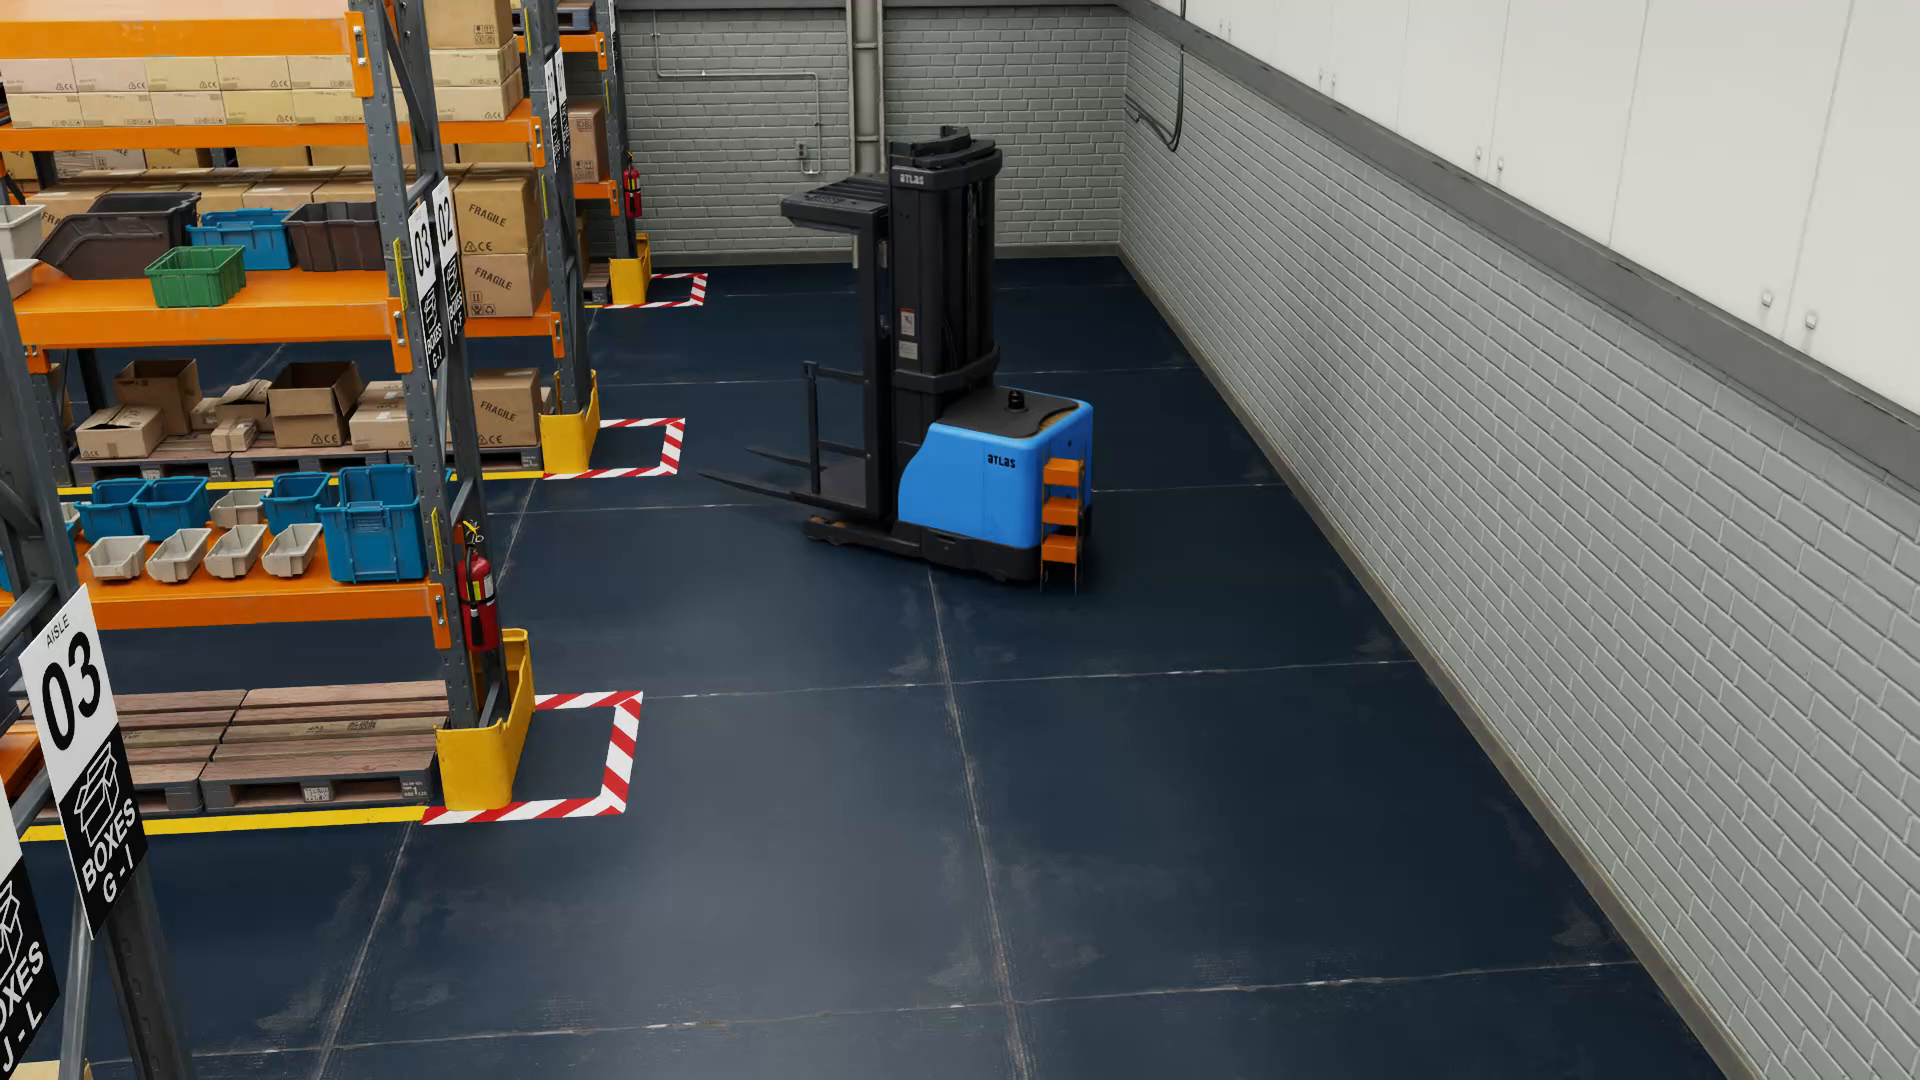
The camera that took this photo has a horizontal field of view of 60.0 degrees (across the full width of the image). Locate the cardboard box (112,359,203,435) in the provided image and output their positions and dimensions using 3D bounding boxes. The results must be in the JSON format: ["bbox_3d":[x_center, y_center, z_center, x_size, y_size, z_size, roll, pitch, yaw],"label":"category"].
[{"bbox_3d":[-6.614,-1.181,13.750,0.500,0.500,0.500,-2,24,-5],"label":"cardboard box"}]

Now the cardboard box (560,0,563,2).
[{"bbox_3d":[-4.414,-5.756,17.359,0.500,0.250,0.500,-1,24,-2],"label":"cardboard box"}]

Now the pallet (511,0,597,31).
[{"bbox_3d":[-4.401,-5.443,17.218,1.213,0.211,1.003,-2,24,-5],"label":"pallet"}]

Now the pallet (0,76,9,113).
[{"bbox_3d":[-7.809,-3.272,12.456,1.003,0.211,1.213,-2,24,-5],"label":"pallet"}]

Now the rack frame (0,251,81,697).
[{"bbox_3d":[-2.203,-0.882,3.154,0.127,3.000,1.000,-2,24,-5],"label":"rack frame"}]

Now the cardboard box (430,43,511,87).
[{"bbox_3d":[-3.659,-3.551,12.423,0.500,0.250,0.500,-2,24,-5],"label":"cardboard box"}]

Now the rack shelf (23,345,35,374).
[{"bbox_3d":[-9.144,-1.576,12.989,4.000,0.370,1.077,-2,24,-5],"label":"rack shelf"}]

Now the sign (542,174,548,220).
[{"bbox_3d":[-3.138,-2.593,12.576,0.005,0.325,0.100,-2,24,-5],"label":"sign"}]

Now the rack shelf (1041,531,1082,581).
[{"bbox_3d":[0.702,0.109,11.422,0.240,0.259,0.215,7,25,15],"label":"rack shelf"}]

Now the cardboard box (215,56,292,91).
[{"bbox_3d":[-5.151,-3.490,12.286,0.500,0.250,0.500,-2,24,-5],"label":"cardboard box"}]

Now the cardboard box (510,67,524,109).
[{"bbox_3d":[-3.709,-3.529,12.988,0.500,0.250,0.500,-2,24,-5],"label":"cardboard box"}]

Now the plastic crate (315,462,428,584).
[{"bbox_3d":[-3.005,-0.097,8.657,0.499,0.435,0.616,-2,24,-5],"label":"plastic crate"}]

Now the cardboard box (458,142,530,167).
[{"bbox_3d":[-4.893,-4.226,17.695,0.700,0.700,0.980,-2,24,-6],"label":"cardboard box"}]

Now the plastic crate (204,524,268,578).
[{"bbox_3d":[-3.773,0.062,8.667,0.243,0.136,0.396,-2,24,-5],"label":"plastic crate"}]

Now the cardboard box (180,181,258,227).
[{"bbox_3d":[-5.632,-2.433,12.678,0.500,0.500,0.500,-3,24,-7],"label":"cardboard box"}]

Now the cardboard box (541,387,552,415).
[{"bbox_3d":[-3.623,-1.165,14.146,0.250,0.149,0.380,-2,24,-5],"label":"cardboard box"}]

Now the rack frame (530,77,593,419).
[{"bbox_3d":[-3.173,-2.144,13.381,0.127,3.000,1.000,-2,24,-5],"label":"rack frame"}]

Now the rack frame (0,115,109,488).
[{"bbox_3d":[-7.153,-1.985,13.022,0.127,3.000,1.000,-2,24,-5],"label":"rack frame"}]

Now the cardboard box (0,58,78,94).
[{"bbox_3d":[-6.645,-3.434,12.160,0.500,0.250,0.500,-2,24,-5],"label":"cardboard box"}]

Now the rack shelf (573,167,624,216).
[{"bbox_3d":[-5.654,-3.738,17.852,4.000,0.370,1.077,-2,24,-5],"label":"rack shelf"}]

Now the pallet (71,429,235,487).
[{"bbox_3d":[-6.470,-0.737,13.649,1.213,0.211,1.003,-2,24,-5],"label":"pallet"}]

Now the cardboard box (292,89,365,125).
[{"bbox_3d":[-4.653,-3.279,12.425,0.500,0.250,0.500,-2,24,-5],"label":"cardboard box"}]

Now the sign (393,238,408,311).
[{"bbox_3d":[-2.619,-1.243,7.790,0.005,0.325,0.100,-2,24,-5],"label":"sign"}]

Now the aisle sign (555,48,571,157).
[{"bbox_3d":[-3.134,-3.454,13.127,0.004,0.787,0.394,-2,24,-5],"label":"aisle sign"}]

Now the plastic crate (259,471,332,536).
[{"bbox_3d":[-3.623,-0.190,9.117,0.300,0.233,0.416,-2,24,-5],"label":"plastic crate"}]

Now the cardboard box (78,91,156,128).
[{"bbox_3d":[-6.147,-3.225,12.303,0.500,0.250,0.500,-2,24,-5],"label":"cardboard box"}]

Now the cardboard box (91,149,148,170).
[{"bbox_3d":[-8.585,-4.033,17.116,0.500,0.500,0.500,-2,24,-5],"label":"cardboard box"}]

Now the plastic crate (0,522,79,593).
[{"bbox_3d":[-4.708,0.093,8.481,0.300,0.233,0.416,-2,24,-5],"label":"plastic crate"}]

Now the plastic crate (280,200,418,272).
[{"bbox_3d":[-3.100,-1.550,8.513,0.590,0.269,0.497,-2,24,-5],"label":"plastic crate"}]

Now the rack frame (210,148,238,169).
[{"bbox_3d":[-7.644,-3.987,17.527,0.127,3.000,1.000,-2,24,-5],"label":"rack frame"}]

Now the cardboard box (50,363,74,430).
[{"bbox_3d":[-7.659,-1.123,13.619,0.500,0.500,0.500,-3,24,-8],"label":"cardboard box"}]

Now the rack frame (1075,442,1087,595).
[{"bbox_3d":[0.819,-0.141,11.274,0.008,1.050,0.200,7,25,15],"label":"rack frame"}]

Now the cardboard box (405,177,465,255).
[{"bbox_3d":[-4.091,-2.498,12.822,0.500,0.500,0.500,-2,24,-4],"label":"cardboard box"}]

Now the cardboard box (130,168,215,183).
[{"bbox_3d":[-6.166,-2.634,13.128,0.500,0.500,0.500,-3,24,-6],"label":"cardboard box"}]

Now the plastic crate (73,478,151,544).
[{"bbox_3d":[-4.577,-0.152,9.030,0.300,0.233,0.416,-2,24,-5],"label":"plastic crate"}]

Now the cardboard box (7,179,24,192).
[{"bbox_3d":[-9.749,-3.707,17.181,0.250,0.149,0.380,-2,24,-5],"label":"cardboard box"}]

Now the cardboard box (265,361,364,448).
[{"bbox_3d":[-5.284,-1.122,13.613,0.637,0.503,0.797,-2,24,-5],"label":"cardboard box"}]

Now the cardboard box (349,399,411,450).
[{"bbox_3d":[-4.638,-0.942,13.520,0.500,0.250,0.500,-2,24,-5],"label":"cardboard box"}]

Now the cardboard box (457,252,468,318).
[{"bbox_3d":[-4.108,-2.040,13.024,0.500,0.500,0.500,-2,24,-5],"label":"cardboard box"}]

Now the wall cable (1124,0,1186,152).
[{"bbox_3d":[2.000,-5.550,17.481,0.112,2.526,3.097,-2,24,-5],"label":"wall cable"}]

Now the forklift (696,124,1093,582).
[{"bbox_3d":[-0.573,-1.471,11.951,3.031,2.935,1.130,13,27,27],"label":"forklift"}]

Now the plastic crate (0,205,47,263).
[{"bbox_3d":[-4.926,-1.495,8.373,0.530,0.282,0.437,-2,24,-5],"label":"plastic crate"}]

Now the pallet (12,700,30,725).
[{"bbox_3d":[-5.942,1.247,9.185,1.213,0.211,1.003,-2,24,-5],"label":"pallet"}]

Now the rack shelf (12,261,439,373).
[{"bbox_3d":[-4.680,-1.104,8.234,4.000,0.370,1.077,-2,24,-5],"label":"rack shelf"}]

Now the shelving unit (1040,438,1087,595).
[{"bbox_3d":[0.702,-0.154,11.305,0.252,1.050,0.215,7,25,15],"label":"shelving unit"}]

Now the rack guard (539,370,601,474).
[{"bbox_3d":[-3.248,-0.999,13.882,0.348,0.500,1.175,-2,24,-5],"label":"rack guard"}]

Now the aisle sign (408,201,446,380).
[{"bbox_3d":[-2.589,-1.214,8.089,0.004,0.787,0.394,-2,24,-5],"label":"aisle sign"}]

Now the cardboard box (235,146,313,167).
[{"bbox_3d":[-7.103,-4.139,17.500,0.700,0.700,0.980,-2,24,-4],"label":"cardboard box"}]

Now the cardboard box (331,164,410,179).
[{"bbox_3d":[-4.658,-2.694,13.264,0.500,0.500,0.500,-2,24,-4],"label":"cardboard box"}]
